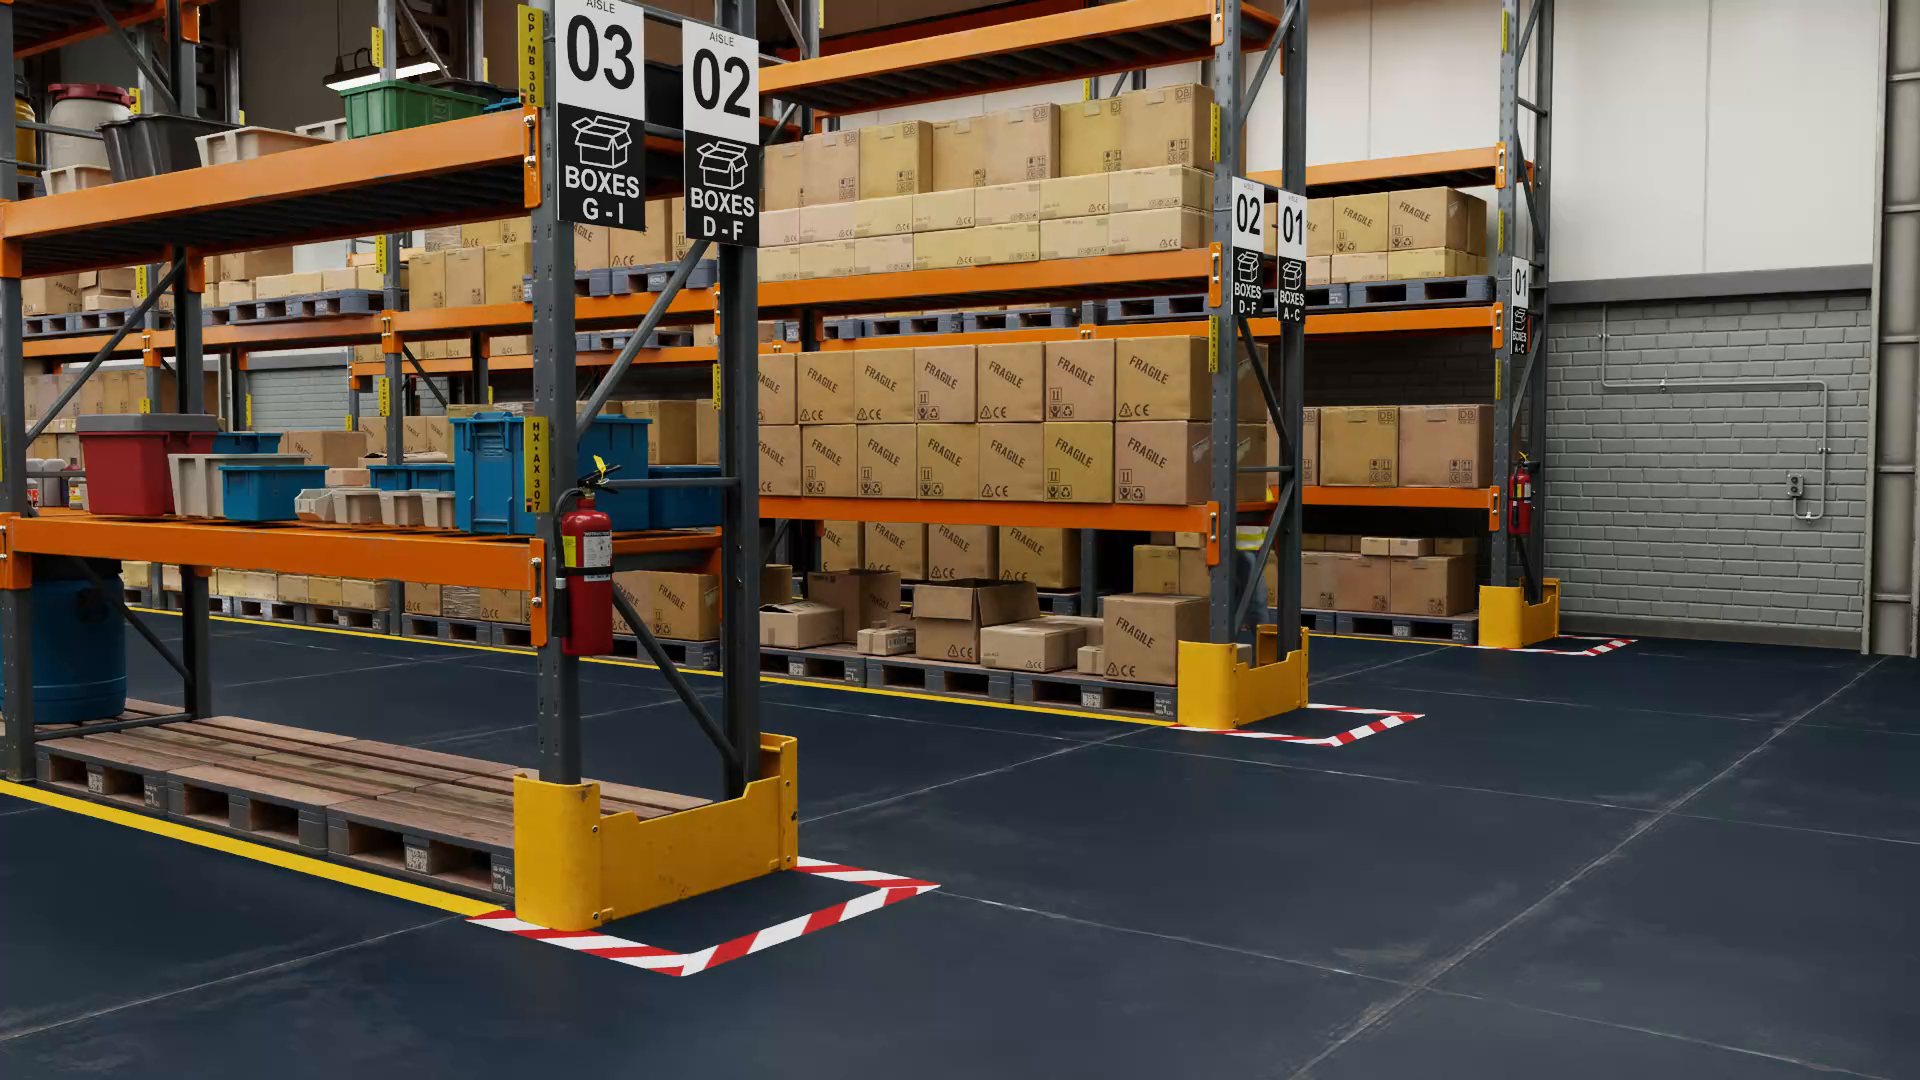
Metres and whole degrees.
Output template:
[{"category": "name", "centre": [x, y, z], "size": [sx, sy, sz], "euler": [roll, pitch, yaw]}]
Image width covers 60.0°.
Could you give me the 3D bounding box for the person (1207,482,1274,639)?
[{"category": "person", "centre": [2.167, 0.077, 12.011], "size": [0.571, 1.726, 0.952], "euler": [-3, 4, -45]}]
